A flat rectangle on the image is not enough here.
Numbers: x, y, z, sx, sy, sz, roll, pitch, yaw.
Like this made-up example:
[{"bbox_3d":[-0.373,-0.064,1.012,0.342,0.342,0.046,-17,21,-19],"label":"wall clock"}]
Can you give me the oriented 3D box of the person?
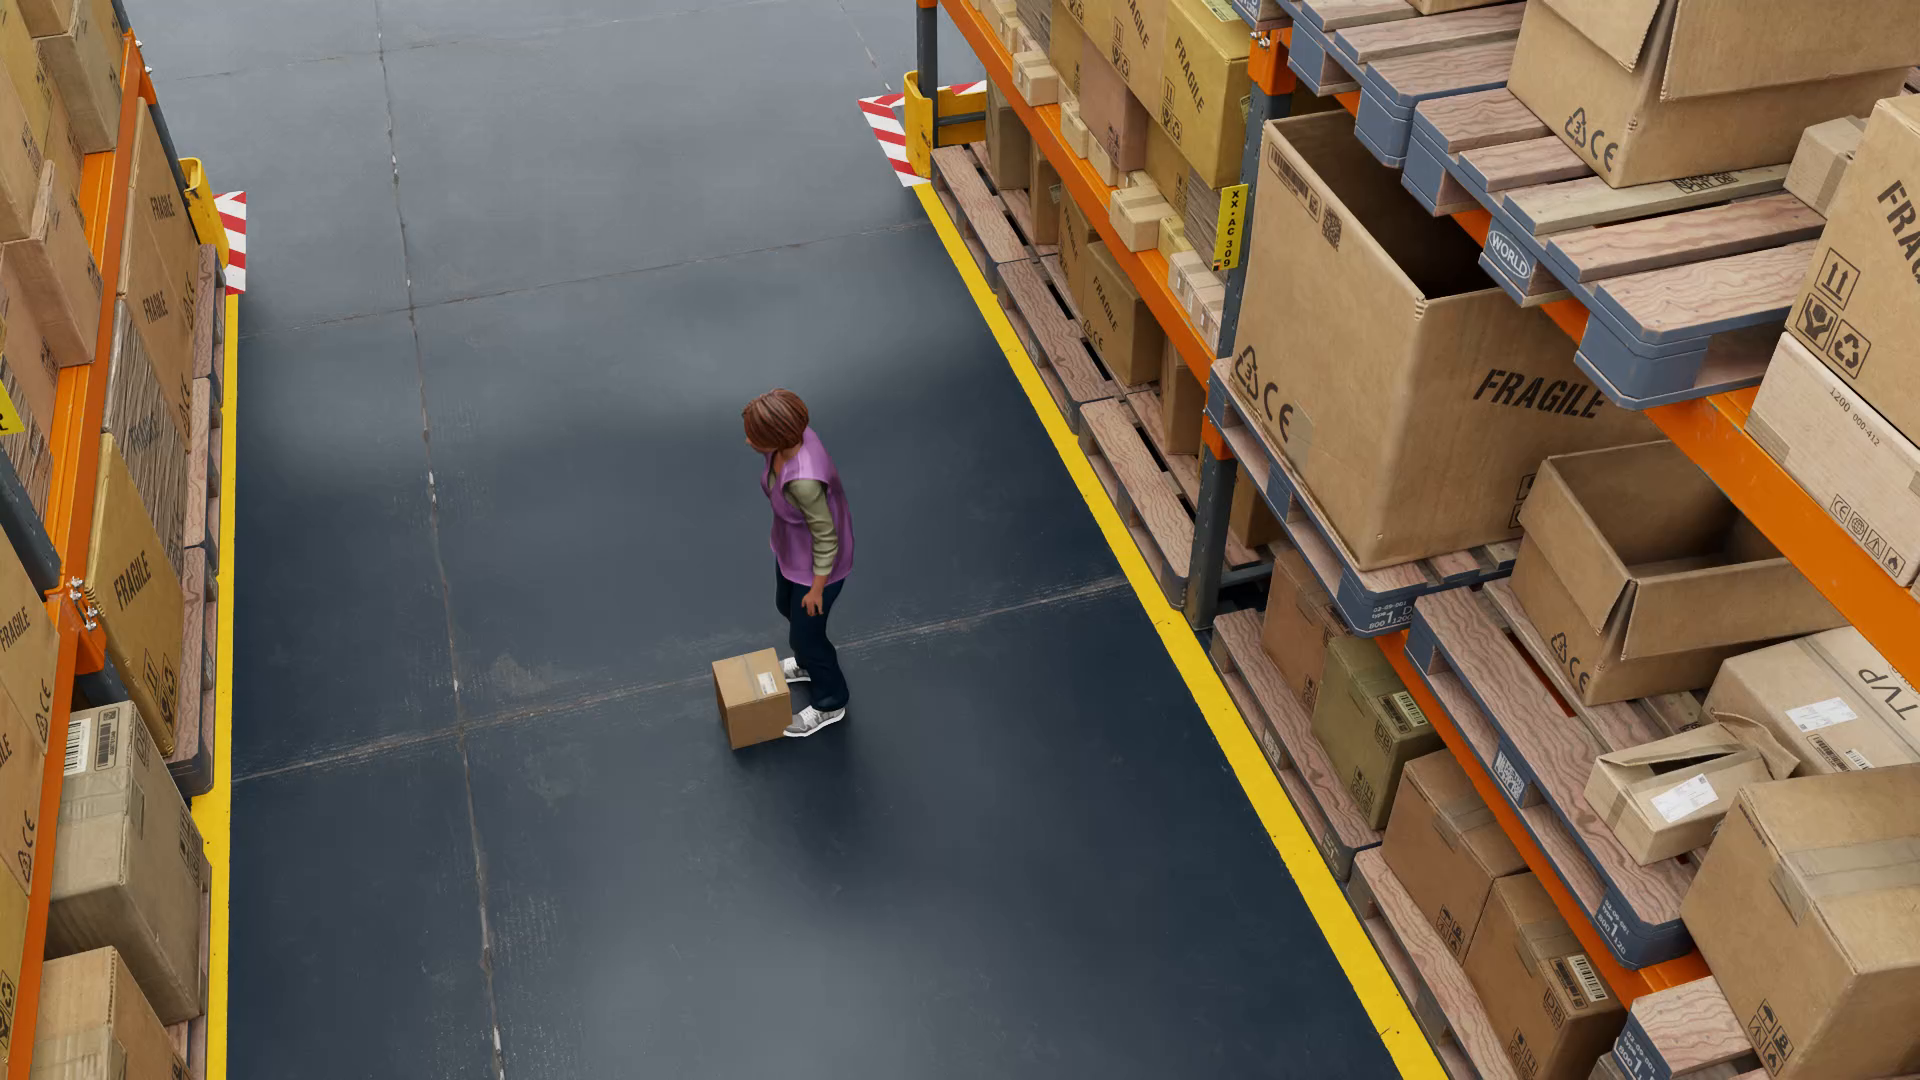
[{"bbox_3d":[-0.575,0.074,6.099,0.348,1.580,0.475,-14,45,-15],"label":"person"}]
